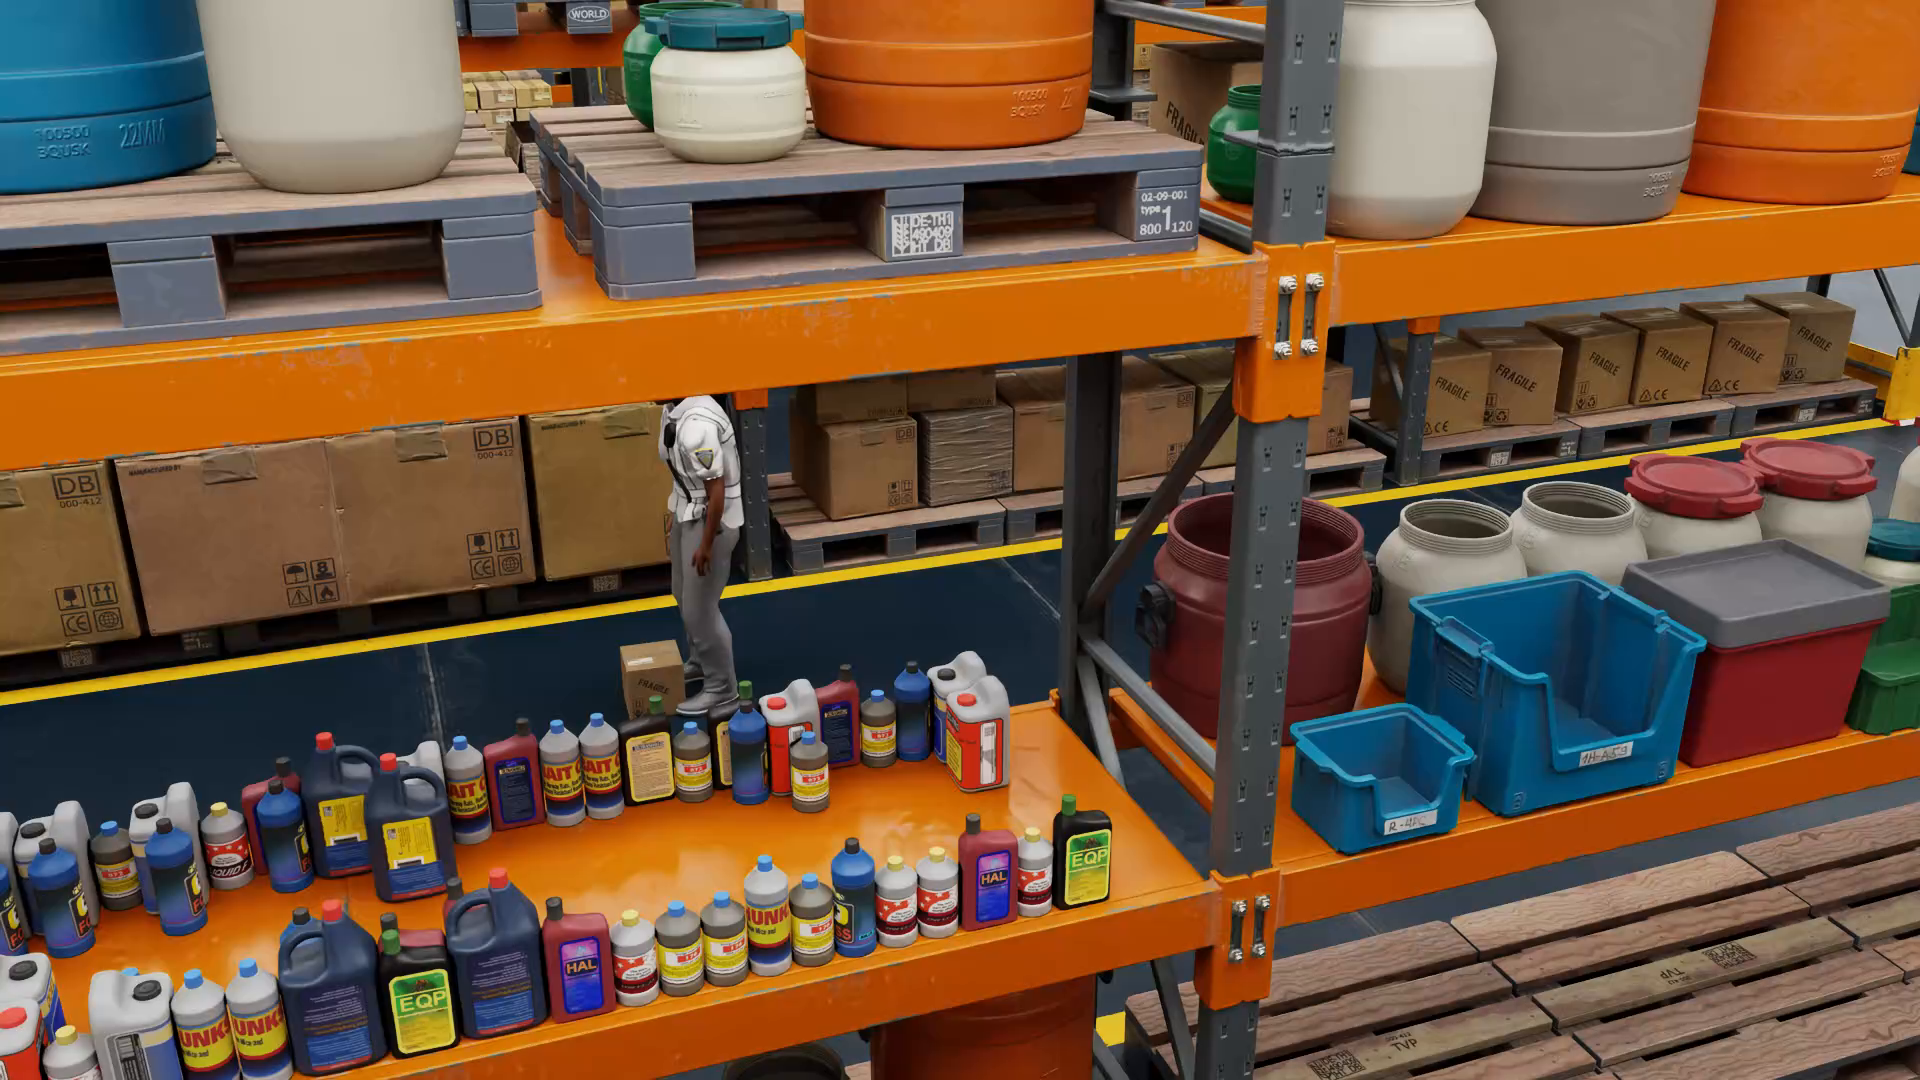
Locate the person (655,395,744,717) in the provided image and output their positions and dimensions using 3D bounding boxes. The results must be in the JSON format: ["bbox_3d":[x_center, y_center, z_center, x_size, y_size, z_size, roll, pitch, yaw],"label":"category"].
[{"bbox_3d":[-1.151,-0.061,7.234,0.389,1.664,0.532,-10,25,-22],"label":"person"}]
